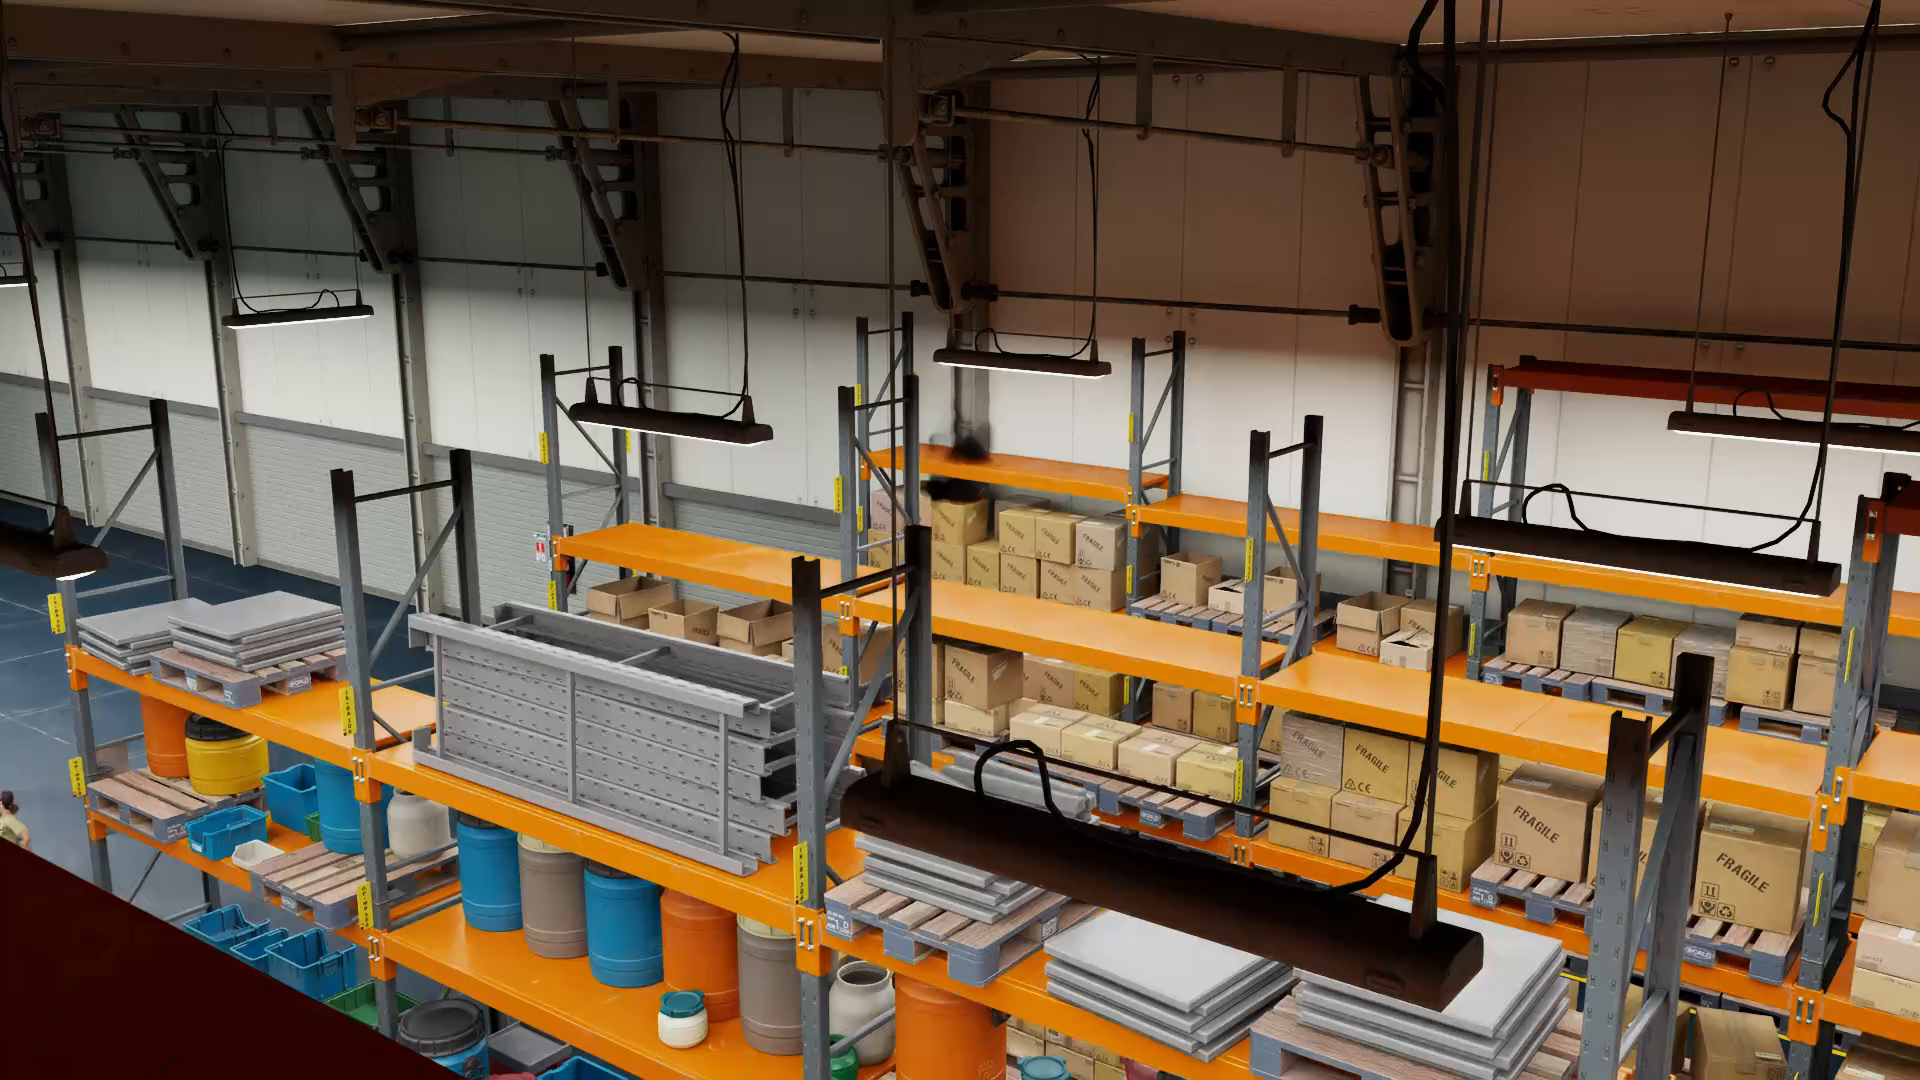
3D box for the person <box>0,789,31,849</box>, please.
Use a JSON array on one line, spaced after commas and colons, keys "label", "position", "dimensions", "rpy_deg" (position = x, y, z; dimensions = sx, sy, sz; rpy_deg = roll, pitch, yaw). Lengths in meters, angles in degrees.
[{"label": "person", "position": [-9.725, 3.372, 17.032], "dimensions": [0.694, 1.719, 0.560], "rpy_deg": [-6, 14, -25]}]
